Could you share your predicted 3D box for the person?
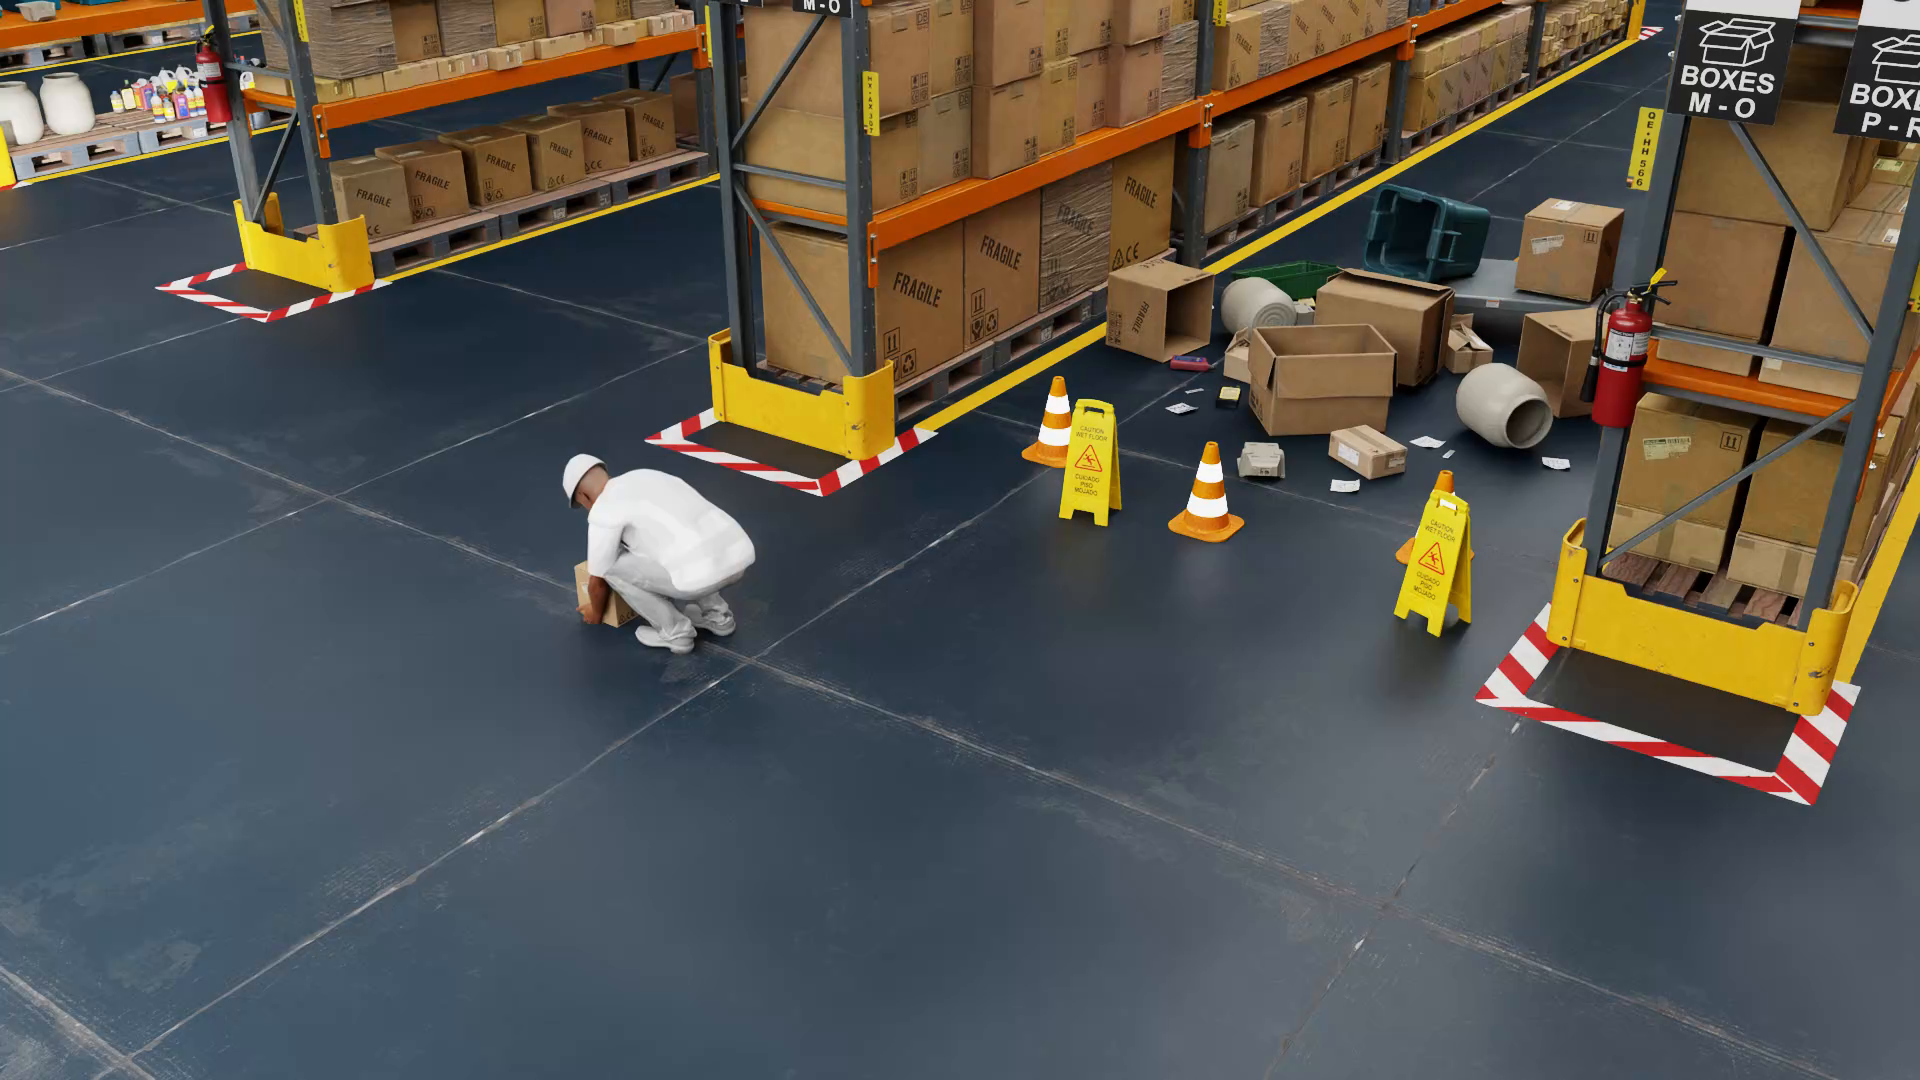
[{"bbox_3d":[-1.393,0.097,7.562,0.928,0.898,0.546,17,31,30],"label":"person"}]
